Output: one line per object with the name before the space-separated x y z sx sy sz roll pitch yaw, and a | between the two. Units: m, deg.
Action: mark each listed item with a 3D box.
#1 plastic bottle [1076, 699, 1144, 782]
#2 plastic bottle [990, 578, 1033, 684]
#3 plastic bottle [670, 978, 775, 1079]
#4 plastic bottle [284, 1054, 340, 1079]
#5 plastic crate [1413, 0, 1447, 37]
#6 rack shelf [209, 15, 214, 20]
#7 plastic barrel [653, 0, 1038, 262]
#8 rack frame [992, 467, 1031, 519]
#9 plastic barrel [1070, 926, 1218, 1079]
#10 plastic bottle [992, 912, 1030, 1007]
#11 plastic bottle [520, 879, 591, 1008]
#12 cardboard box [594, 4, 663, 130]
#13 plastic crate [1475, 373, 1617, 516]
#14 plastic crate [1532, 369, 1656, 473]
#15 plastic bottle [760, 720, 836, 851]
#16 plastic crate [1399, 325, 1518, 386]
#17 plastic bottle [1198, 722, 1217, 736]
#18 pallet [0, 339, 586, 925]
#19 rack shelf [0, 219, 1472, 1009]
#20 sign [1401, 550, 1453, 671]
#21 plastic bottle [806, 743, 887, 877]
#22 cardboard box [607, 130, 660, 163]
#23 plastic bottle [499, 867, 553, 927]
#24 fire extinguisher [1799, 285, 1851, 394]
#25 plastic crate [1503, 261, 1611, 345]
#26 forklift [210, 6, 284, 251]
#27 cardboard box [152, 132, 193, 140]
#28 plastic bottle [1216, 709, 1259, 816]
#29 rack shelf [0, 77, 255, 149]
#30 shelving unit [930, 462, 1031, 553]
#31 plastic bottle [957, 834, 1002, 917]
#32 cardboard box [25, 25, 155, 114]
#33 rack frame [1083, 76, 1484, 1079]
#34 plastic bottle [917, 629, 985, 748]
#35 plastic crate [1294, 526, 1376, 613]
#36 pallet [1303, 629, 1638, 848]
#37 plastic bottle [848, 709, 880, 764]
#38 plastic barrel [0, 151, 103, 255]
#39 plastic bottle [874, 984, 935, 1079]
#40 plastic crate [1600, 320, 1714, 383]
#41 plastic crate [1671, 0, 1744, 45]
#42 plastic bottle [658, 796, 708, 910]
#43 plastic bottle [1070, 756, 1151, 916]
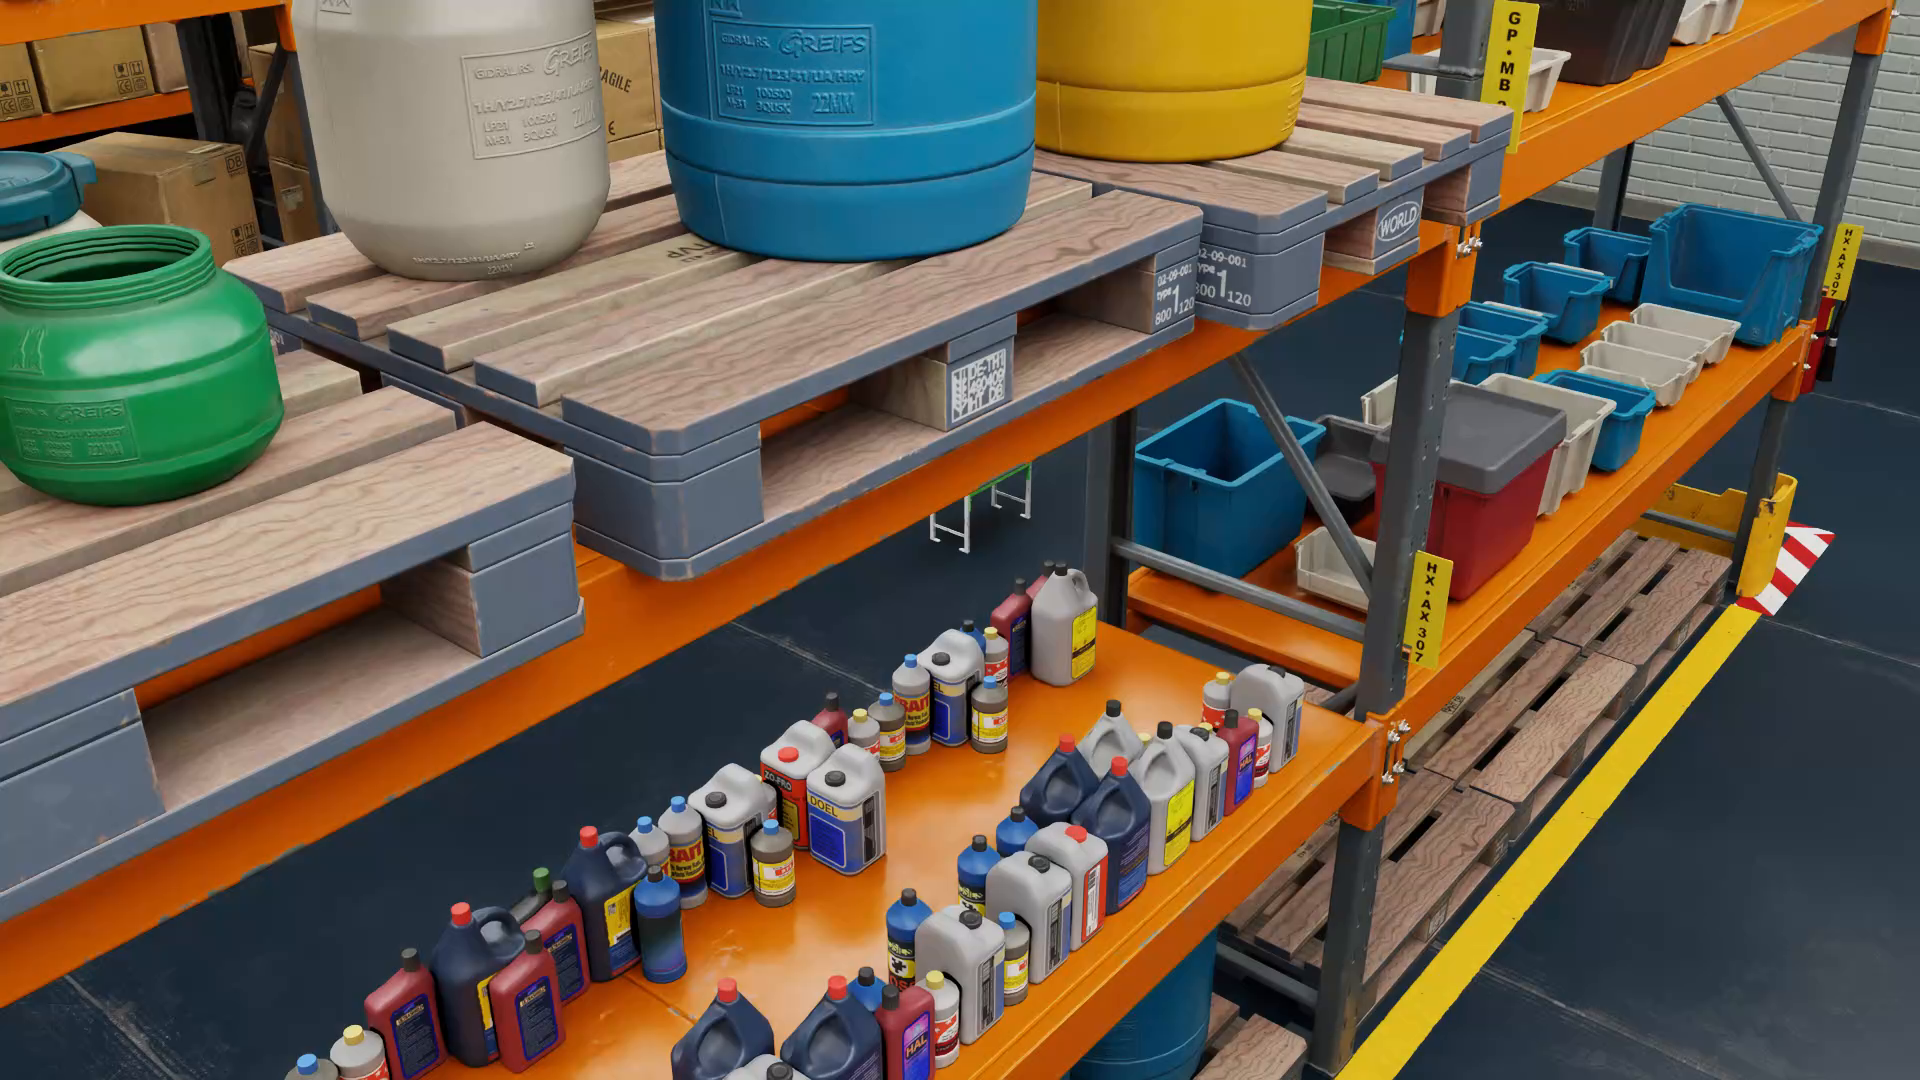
plastic bottle | 0.347 0.548 3.979 0.144 0.351 0.185 21 34 34
plastic bottle | 0.143 0.252 4.626 0.061 0.283 0.133 21 34 34
plastic bottle | -0.445 0.984 3.136 0.144 0.351 0.185 21 34 34
plastic bottle | -1.220 1.061 3.151 0.097 0.201 0.097 0 27 0
plastic crate | 1.306 -1.630 5.159 0.293 0.136 0.466 21 34 34
rack shelf | -1.757 -3.024 8.349 1.077 0.370 4.000 21 34 34
plastic barrel | -0.177 -0.944 2.544 0.600 0.901 0.708 21 34 34
rack frame | 0.261 -0.678 8.255 0.240 1.200 0.015 21 34 34
plastic barrel | 0.431 1.081 4.723 0.600 0.901 0.708 21 34 34
plastic bottle | 0.098 0.875 3.511 0.097 0.201 0.097 0 27 0
plastic bottle | -0.849 0.849 3.472 0.061 0.283 0.133 21 34 34
cardboard box | -1.530 -2.424 8.474 0.500 0.500 0.500 22 35 36
plastic crate | 1.904 -0.314 5.657 0.437 0.282 0.530 21 34 34
plastic crate | 2.226 -0.420 5.915 0.416 0.233 0.300 21 34 34
plastic bottle | -0.387 0.583 3.993 0.152 0.276 0.135 21 34 34
plastic crate | 1.895 -0.659 6.376 0.416 0.233 0.300 21 34 34
plastic bottle | 0.605 0.548 4.142 0.097 0.201 0.097 0 27 0
pallet | -1.192 0.074 1.783 1.003 0.211 1.213 21 34 34
rack shelf | -0.482 -0.157 2.806 1.077 0.370 4.000 21 34 34
sign | 1.214 0.186 4.325 0.100 0.325 0.005 21 34 34
plastic bottle | -0.270 0.628 3.907 0.152 0.276 0.135 21 34 34
cardboard box | -1.852 -1.807 8.369 0.500 0.500 0.500 21 34 34
plastic bottle | -0.896 0.831 3.506 0.061 0.283 0.133 21 34 34
fire extinguisher | 3.781 -0.992 7.393 0.296 0.674 0.183 21 34 34
plastic crate | 2.505 -0.999 7.033 0.416 0.233 0.300 21 34 34
forklift | -4.162 -2.371 9.644 1.130 2.935 3.031 21 34 35
cardboard box | -5.719 -2.817 11.988 0.380 0.149 0.250 20 33 34
plastic bottle | 0.677 0.529 4.091 0.061 0.283 0.133 21 34 34
rack shelf | -5.582 -3.138 11.834 1.077 0.370 4.000 21 34 34
shelving unit | 0.105 -0.592 8.088 0.258 1.200 0.503 21 34 34
plastic bottle | 0.042 0.765 3.647 0.097 0.271 0.097 0 27 0
cardboard box | -6.028 -3.326 11.089 0.980 0.700 0.700 20 33 33
rack frame | 0.790 0.147 4.701 1.000 3.000 0.127 21 34 34
plastic bottle | -0.031 0.385 4.377 0.152 0.276 0.135 21 34 34
plastic crate | 1.197 0.114 4.986 0.396 0.136 0.243 21 34 34
pallet | 2.004 0.679 6.707 1.003 0.211 1.213 21 34 34
plastic bottle | -0.249 0.520 4.196 0.097 0.201 0.097 0 27 0
plastic barrel | -1.185 -0.315 2.023 0.301 0.262 0.301 0 27 0
plastic bottle | -0.109 0.967 3.244 0.061 0.283 0.133 21 34 34
plastic crate | 2.760 -0.740 6.638 0.396 0.136 0.243 21 34 34
plastic crate | 2.212 -1.681 5.257 0.437 0.136 0.530 21 34 34
plastic bottle | -0.629 0.701 3.771 0.097 0.271 0.097 0 27 0
plastic bottle | 0.341 0.656 3.771 0.144 0.351 0.185 21 34 34
